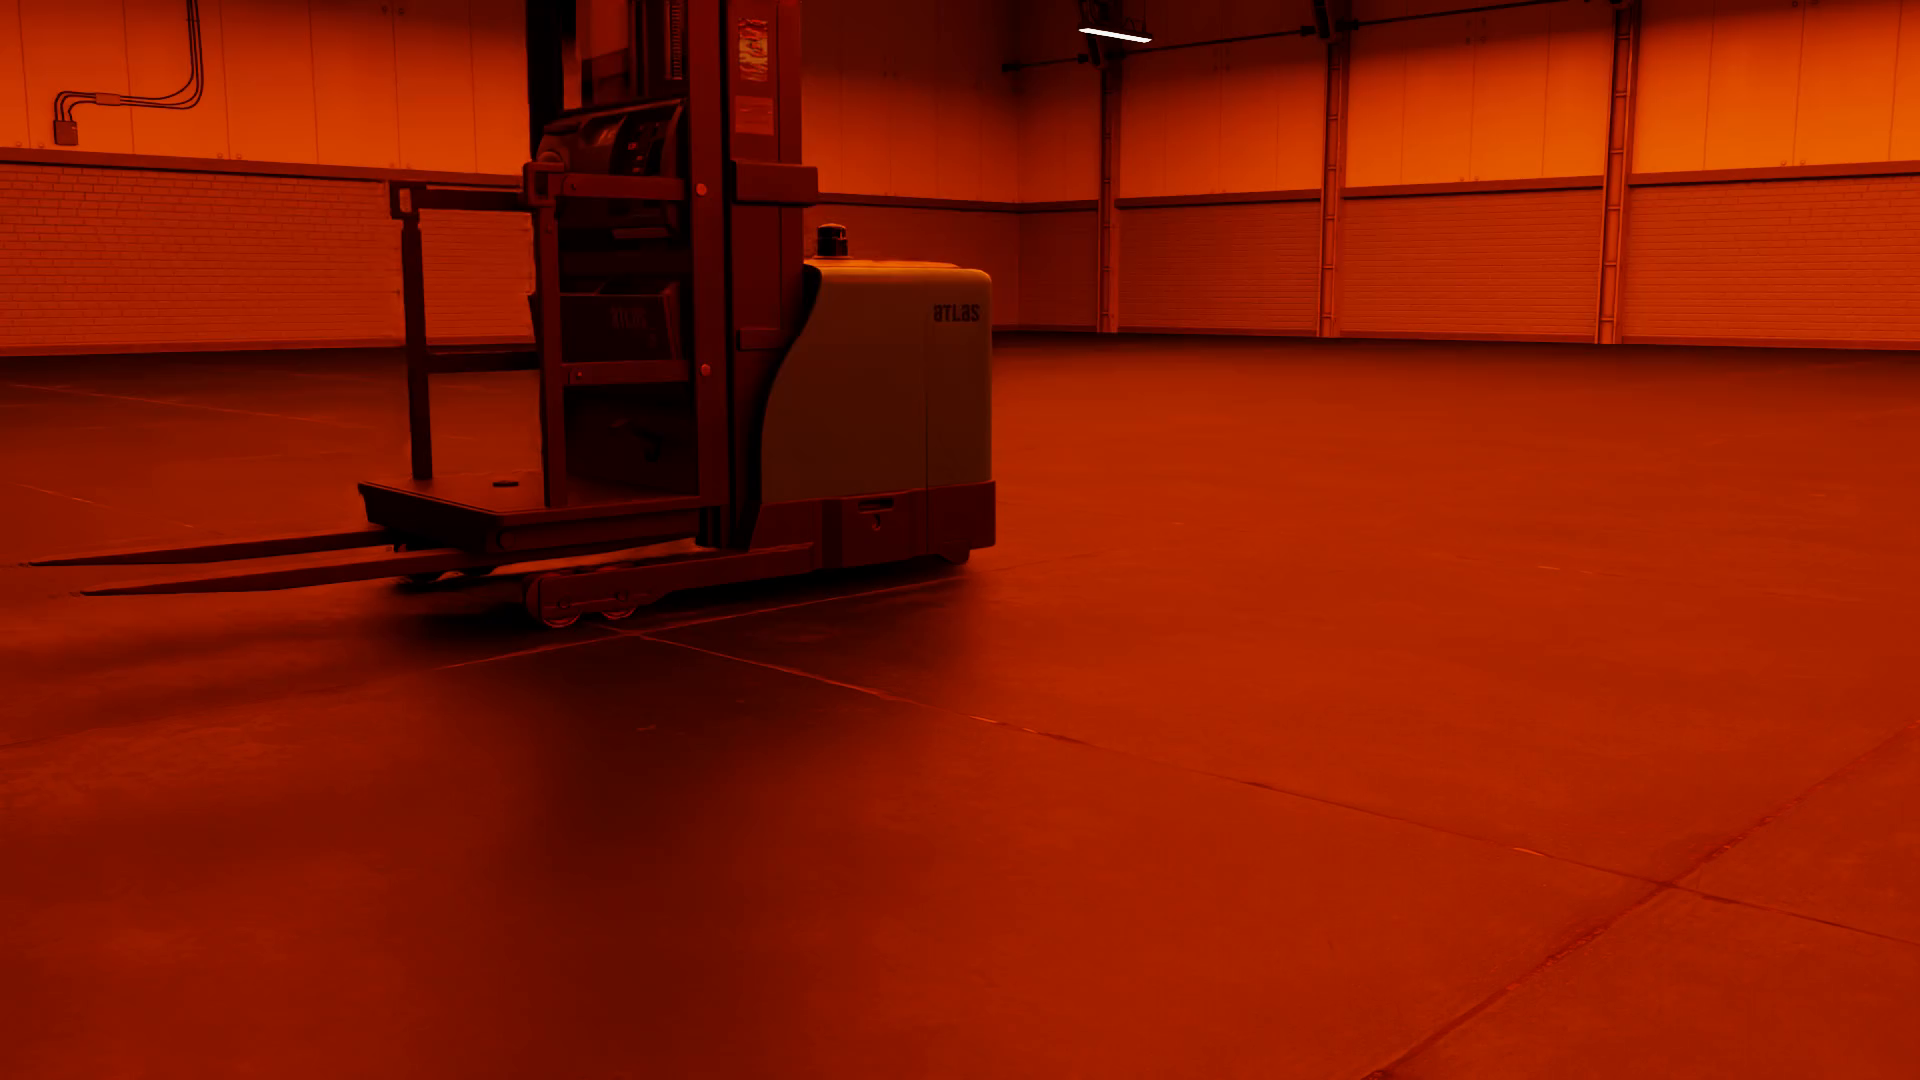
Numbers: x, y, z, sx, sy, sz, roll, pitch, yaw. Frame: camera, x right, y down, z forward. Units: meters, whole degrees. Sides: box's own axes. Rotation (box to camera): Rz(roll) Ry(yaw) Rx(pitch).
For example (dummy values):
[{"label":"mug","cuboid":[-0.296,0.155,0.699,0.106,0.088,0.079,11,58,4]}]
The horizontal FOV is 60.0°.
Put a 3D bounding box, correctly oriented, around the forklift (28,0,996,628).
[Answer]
[{"label":"forklift","cuboid":[-1.321,-1.274,5.334,3.031,2.935,1.130,-7,11,-40]}]
